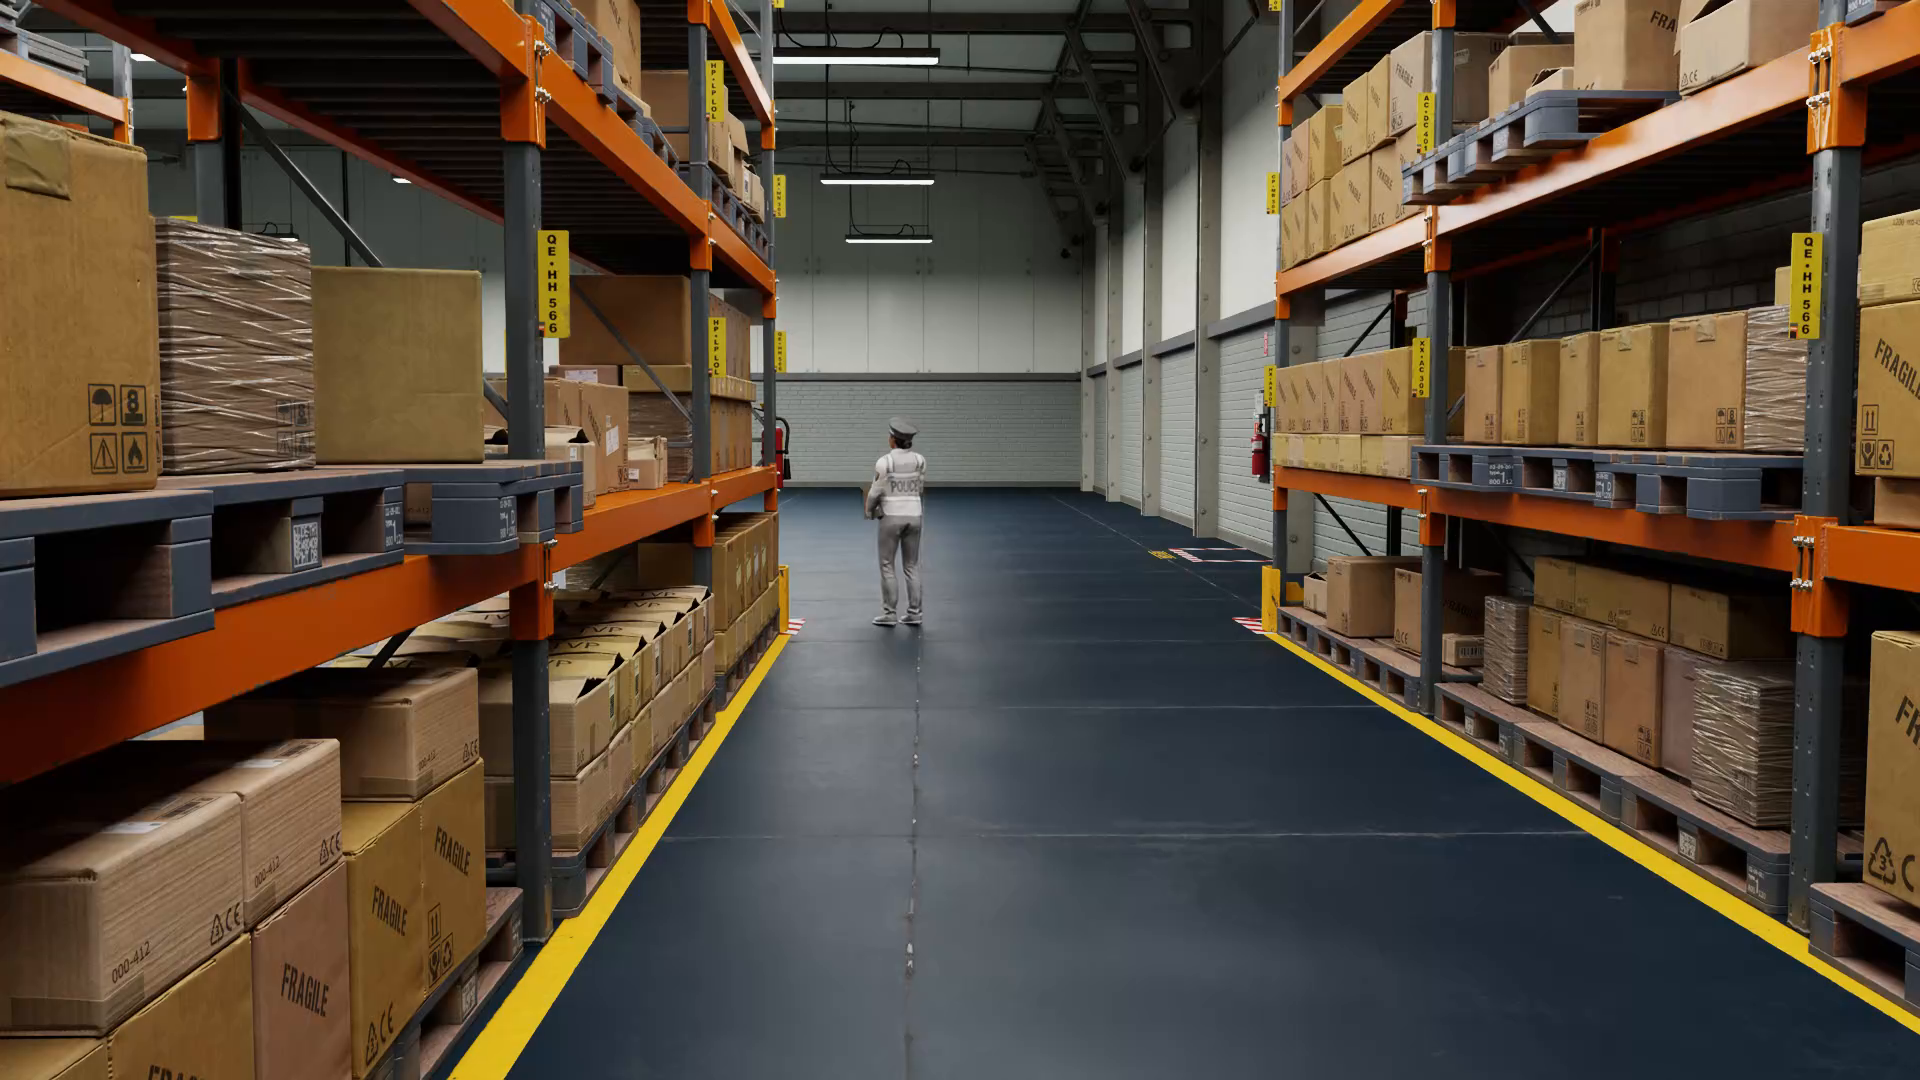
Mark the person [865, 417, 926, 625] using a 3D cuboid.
[{"bbox_3d":[-0.529,-0.153,13.515,0.467,1.695,0.554,-2,4,-31],"label":"person"}]
